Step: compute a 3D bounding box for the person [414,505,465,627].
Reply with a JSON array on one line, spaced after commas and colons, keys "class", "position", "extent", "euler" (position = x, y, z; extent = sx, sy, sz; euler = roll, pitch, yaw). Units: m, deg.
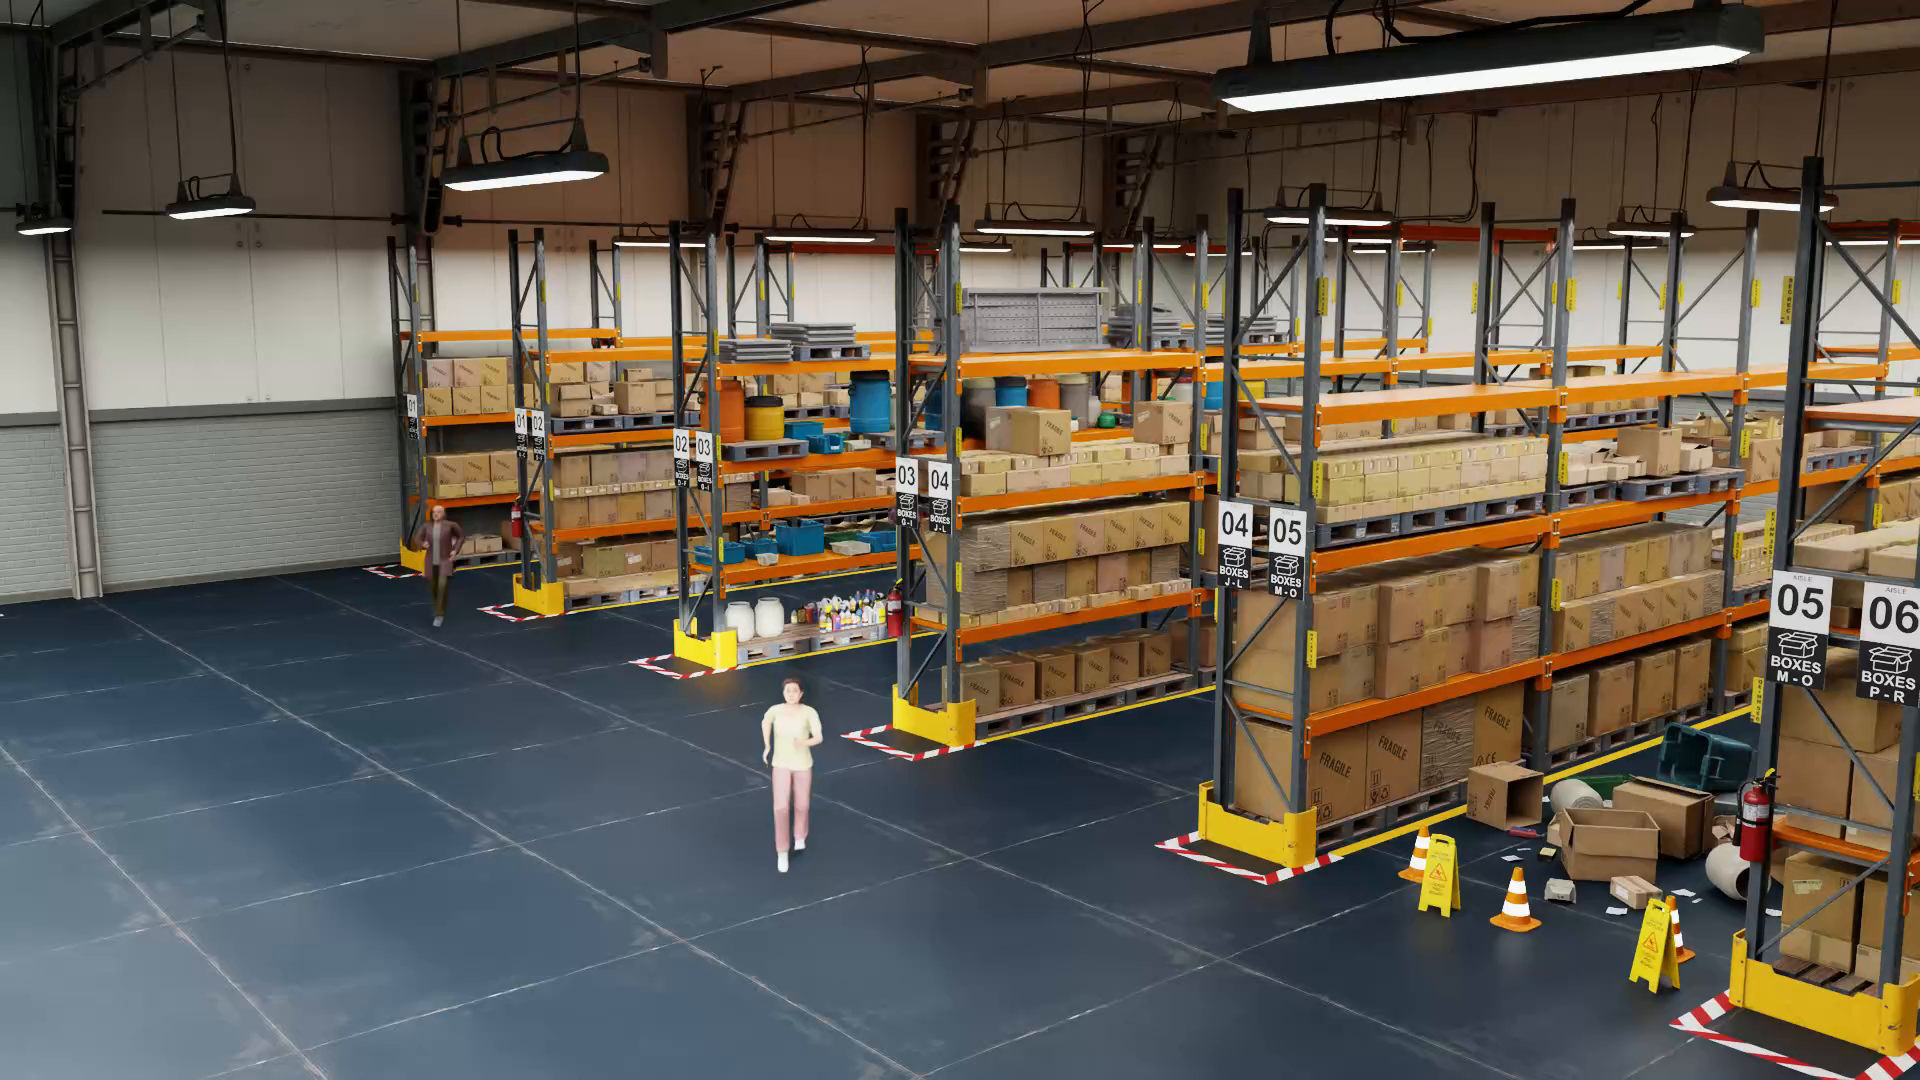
[{"class": "person", "position": [-7.992, 0.409, 25.474], "extent": [0.718, 1.723, 0.946], "euler": [0, 9, 1]}]

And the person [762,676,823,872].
[{"class": "person", "position": [-1.500, 2.066, 14.918], "extent": [0.545, 1.721, 0.730], "euler": [-1, 9, -5]}]

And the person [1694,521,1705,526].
[{"class": "person", "position": [10.608, 0.632, 23.933], "extent": [0.963, 1.815, 0.725], "euler": [-6, 11, -36]}]

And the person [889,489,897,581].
[{"class": "person", "position": [-0.949, -0.055, 27.484], "extent": [0.522, 1.464, 0.481], "euler": [6, 11, 36]}]
